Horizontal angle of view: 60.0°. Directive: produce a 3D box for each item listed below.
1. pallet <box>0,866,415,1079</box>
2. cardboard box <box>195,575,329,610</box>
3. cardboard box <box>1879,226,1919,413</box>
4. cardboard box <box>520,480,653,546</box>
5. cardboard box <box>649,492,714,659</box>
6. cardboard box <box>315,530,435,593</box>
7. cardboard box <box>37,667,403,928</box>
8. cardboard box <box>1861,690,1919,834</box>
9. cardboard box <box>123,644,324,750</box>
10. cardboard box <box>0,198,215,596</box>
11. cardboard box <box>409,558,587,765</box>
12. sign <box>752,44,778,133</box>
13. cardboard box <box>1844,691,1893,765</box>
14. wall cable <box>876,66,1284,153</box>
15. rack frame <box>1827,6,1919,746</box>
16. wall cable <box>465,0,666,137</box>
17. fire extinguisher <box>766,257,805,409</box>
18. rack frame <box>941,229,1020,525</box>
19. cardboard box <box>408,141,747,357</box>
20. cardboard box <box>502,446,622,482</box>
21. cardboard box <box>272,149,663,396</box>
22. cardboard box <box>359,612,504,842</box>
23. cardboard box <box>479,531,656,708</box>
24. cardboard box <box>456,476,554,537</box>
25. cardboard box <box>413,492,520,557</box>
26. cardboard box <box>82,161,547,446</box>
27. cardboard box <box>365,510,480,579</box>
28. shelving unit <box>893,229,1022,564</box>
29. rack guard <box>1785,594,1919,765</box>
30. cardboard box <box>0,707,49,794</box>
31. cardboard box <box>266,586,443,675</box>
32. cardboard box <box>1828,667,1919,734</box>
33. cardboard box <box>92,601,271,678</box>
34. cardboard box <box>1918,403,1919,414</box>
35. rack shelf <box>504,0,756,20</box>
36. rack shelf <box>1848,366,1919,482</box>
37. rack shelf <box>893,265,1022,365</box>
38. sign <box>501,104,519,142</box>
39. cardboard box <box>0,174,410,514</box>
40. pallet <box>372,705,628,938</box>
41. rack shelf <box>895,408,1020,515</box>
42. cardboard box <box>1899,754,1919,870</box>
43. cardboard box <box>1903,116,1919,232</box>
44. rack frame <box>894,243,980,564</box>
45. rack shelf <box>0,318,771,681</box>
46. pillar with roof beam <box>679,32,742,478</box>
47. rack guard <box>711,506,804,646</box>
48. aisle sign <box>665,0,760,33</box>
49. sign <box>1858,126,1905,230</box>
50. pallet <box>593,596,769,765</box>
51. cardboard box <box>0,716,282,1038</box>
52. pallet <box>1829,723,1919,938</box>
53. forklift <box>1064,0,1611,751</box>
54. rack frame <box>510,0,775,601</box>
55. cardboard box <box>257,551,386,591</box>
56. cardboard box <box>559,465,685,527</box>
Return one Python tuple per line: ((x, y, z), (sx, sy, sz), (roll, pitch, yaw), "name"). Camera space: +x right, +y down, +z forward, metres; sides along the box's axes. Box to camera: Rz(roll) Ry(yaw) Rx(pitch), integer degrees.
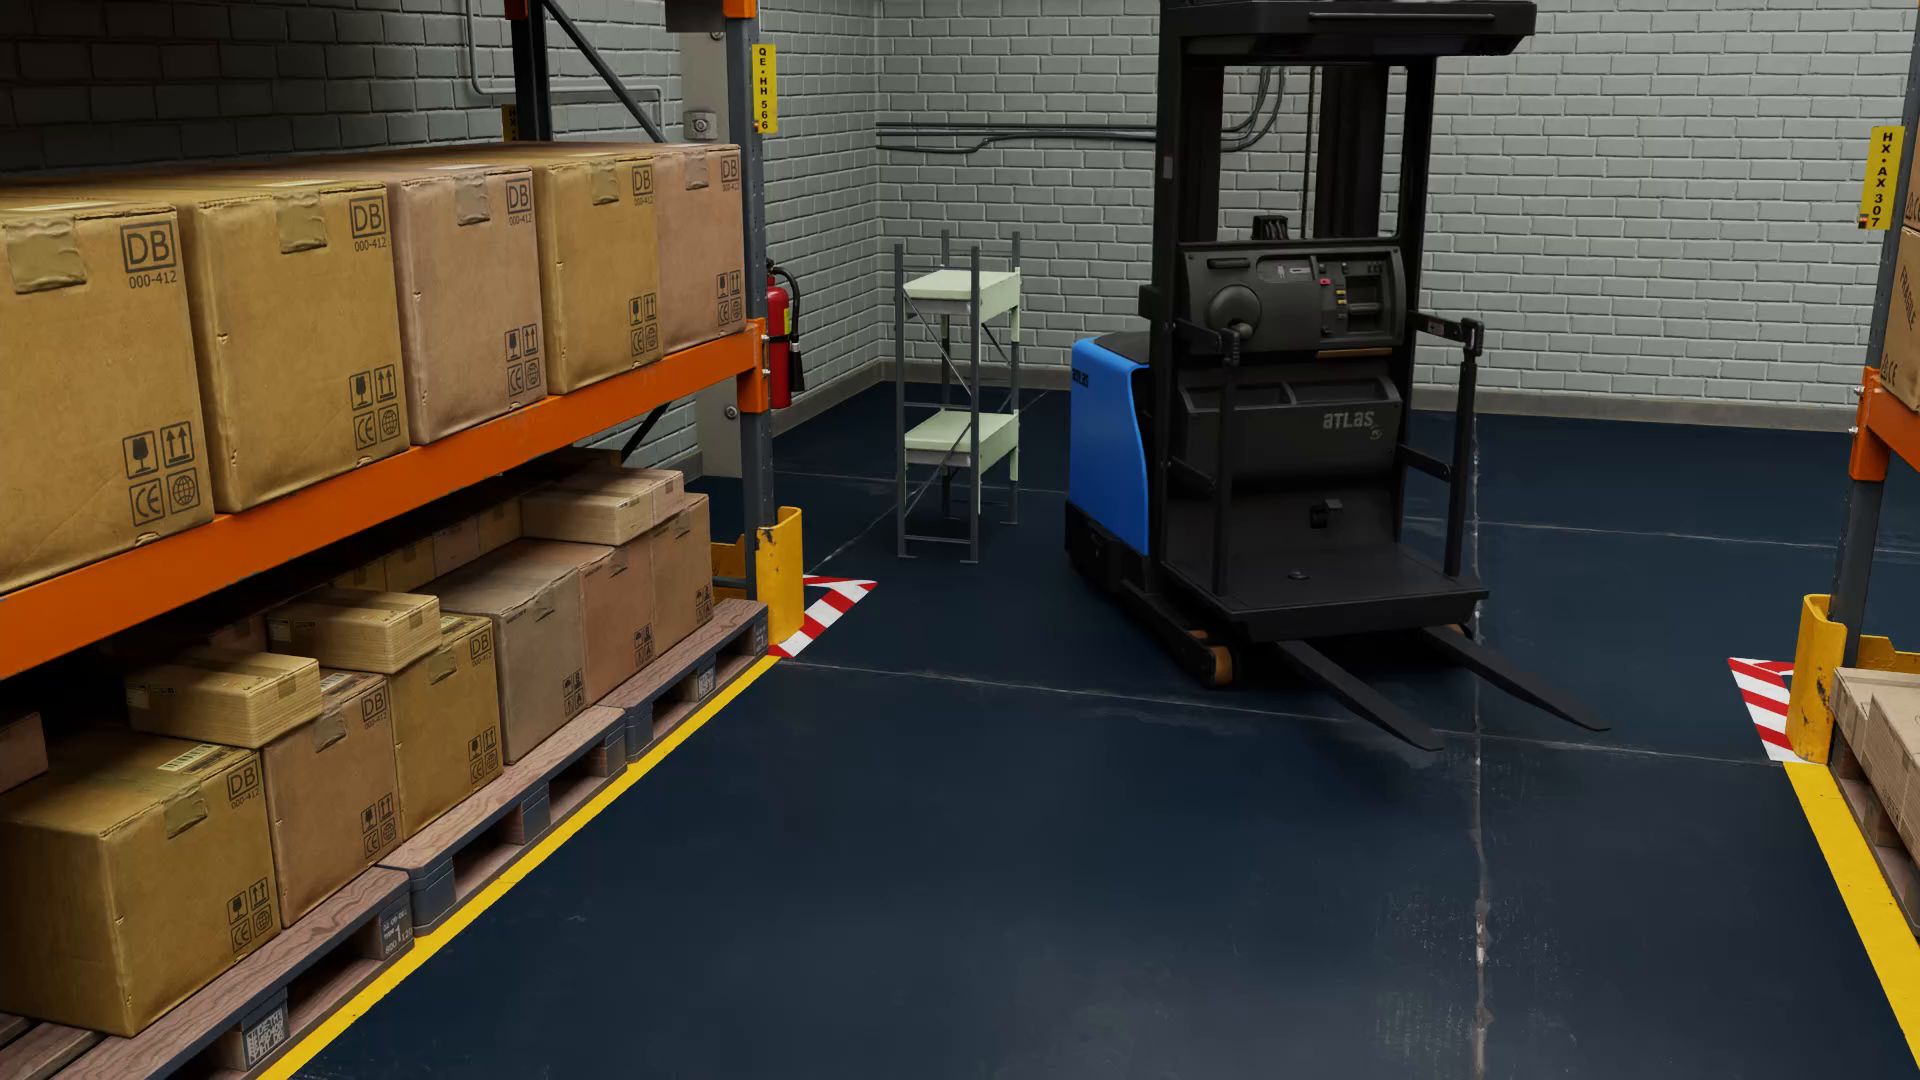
((-2.107, 1.106, 4.045), (1.003, 0.211, 1.213), (5, 16, 16), "pallet")
((-2.024, 0.207, 4.724), (0.380, 0.149, 0.250), (5, 17, 16), "cardboard box")
((3.110, -0.659, 4.972), (0.500, 0.500, 0.500), (5, 17, 17), "cardboard box")
((-1.298, -0.096, 5.792), (0.380, 0.149, 0.250), (5, 17, 17), "cardboard box")
((-1.364, 0.102, 6.284), (0.700, 0.500, 0.500), (5, 16, 16), "cardboard box")
((-1.879, 0.073, 5.196), (0.380, 0.149, 0.250), (5, 17, 16), "cardboard box")
((-1.941, 0.639, 4.392), (0.700, 0.500, 0.500), (4, 16, 15), "cardboard box")
((2.921, 0.656, 4.753), (0.500, 0.250, 0.500), (5, 16, 16), "cardboard box")
((-1.815, 0.382, 4.107), (0.380, 0.149, 0.250), (5, 17, 18), "cardboard box")
((-2.228, -0.328, 3.439), (0.980, 0.700, 0.700), (5, 17, 17), "cardboard box")
((-1.649, 0.364, 5.359), (0.700, 0.500, 0.500), (4, 16, 14), "cardboard box")
((-0.745, -1.715, 6.322), (0.100, 0.325, 0.005), (5, 16, 16), "sign")
((2.970, 0.593, 5.127), (0.380, 0.166, 0.250), (5, 16, 16), "cardboard box")
((0.689, -3.934, 11.398), (3.097, 2.526, 0.112), (5, 16, 16), "wall cable")
((3.489, -0.706, 5.323), (1.000, 3.000, 0.127), (5, 16, 16), "rack frame")
((-1.804, -1.987, 7.975), (0.084, 1.984, 1.851), (5, 16, 16), "wall cable")
((-0.776, -0.877, 6.748), (0.296, 0.674, 0.183), (5, 16, 16), "fire extinguisher")
((0.102, -0.816, 8.456), (0.400, 1.500, 0.023), (5, 16, 16), "rack frame")
((-1.397, -1.100, 6.160), (0.980, 0.700, 0.700), (5, 17, 18), "cardboard box")
((-1.520, -0.258, 6.366), (0.380, 0.149, 0.250), (5, 17, 16), "cardboard box")
((-1.593, -0.908, 5.485), (0.980, 0.700, 0.700), (4, 16, 15), "cardboard box")
((-1.793, 0.504, 4.865), (0.700, 0.500, 0.500), (5, 17, 17), "cardboard box")
((-1.506, 0.233, 5.823), (0.700, 0.500, 0.500), (5, 16, 16), "cardboard box")
((-1.664, -0.126, 5.898), (0.380, 0.149, 0.250), (5, 16, 16), "cardboard box")
((-1.735, -0.060, 5.668), (0.380, 0.149, 0.250), (5, 17, 16), "cardboard box")
((-1.818, -0.710, 4.785), (0.980, 0.700, 0.700), (4, 16, 13), "cardboard box")
((-1.807, 0.006, 5.433), (0.380, 0.149, 0.250), (5, 17, 17), "cardboard box")
((-0.002, -0.720, 8.119), (0.431, 1.500, 0.755), (5, 16, 16), "shelving unit")
((3.468, 0.516, 5.594), (1.175, 0.500, 0.348), (5, 16, 16), "rack guard")
((-2.319, 0.480, 3.762), (0.380, 0.149, 0.250), (5, 16, 16), "cardboard box")
((-1.667, 0.246, 4.589), (0.380, 0.149, 0.250), (4, 16, 14), "cardboard box")
((3.041, 0.536, 5.360), (0.380, 0.149, 0.250), (5, 16, 16), "cardboard box")
((-2.097, 0.273, 4.492), (0.380, 0.149, 0.250), (4, 16, 14), "cardboard box")
((2.969, -0.523, 4.495), (0.500, 0.500, 0.500), (4, 16, 15), "cardboard box")
((-1.830, -1.663, 4.518), (1.077, 0.370, 4.000), (5, 16, 16), "rack shelf")
((2.921, 0.163, 3.576), (1.077, 0.370, 4.000), (5, 16, 16), "rack shelf")
((-0.002, -1.095, 8.012), (0.431, 0.370, 0.720), (5, 16, 16), "rack shelf")
((-1.792, -1.589, 6.702), (0.100, 0.325, 0.005), (5, 16, 16), "sign")
((-2.015, -0.519, 4.111), (0.980, 0.700, 0.700), (4, 16, 14), "cardboard box")
((-1.762, 0.785, 5.174), (1.003, 0.211, 1.213), (5, 16, 16), "pallet")
((-0.002, -0.406, 8.208), (0.431, 0.370, 0.720), (5, 16, 16), "rack shelf")
((2.779, 0.787, 4.292), (0.500, 0.250, 0.500), (5, 16, 16), "cardboard box")
((3.110, -1.140, 4.836), (0.500, 0.500, 0.500), (5, 17, 18), "cardboard box")
((-0.106, -0.624, 7.781), (0.400, 1.500, 0.023), (5, 16, 16), "rack frame")
((-1.830, -0.220, 4.927), (1.077, 0.370, 4.000), (5, 16, 16), "rack shelf")
((2.804, -4.415, 7.405), (9.100, 9.000, 0.400), (5, 16, 16), "pillar with roof beam")
((-1.254, 0.107, 7.037), (1.175, 0.500, 0.348), (5, 16, 16), "rack guard")
((-0.953, -2.336, 6.303), (0.394, 0.787, 0.004), (5, 16, 16), "aisle sign")
((2.969, -1.165, 5.353), (0.100, 0.325, 0.005), (5, 16, 16), "sign")
((-1.413, 0.467, 6.295), (1.003, 0.211, 1.213), (5, 16, 16), "pallet")
((-2.087, 0.770, 3.930), (0.700, 0.500, 0.500), (5, 17, 17), "cardboard box")
((3.242, 0.864, 4.898), (1.003, 0.211, 1.213), (5, 16, 16), "pallet")
((1.383, -0.962, 6.350), (1.130, 2.935, 3.031), (-4, 16, -15), "forklift")
((-1.261, -1.090, 6.674), (1.000, 3.000, 0.127), (5, 16, 16), "rack frame")
((-1.951, 0.140, 4.963), (0.380, 0.149, 0.250), (4, 16, 15), "cardboard box")
((-1.226, -0.162, 6.028), (0.380, 0.149, 0.250), (4, 16, 15), "cardboard box")
